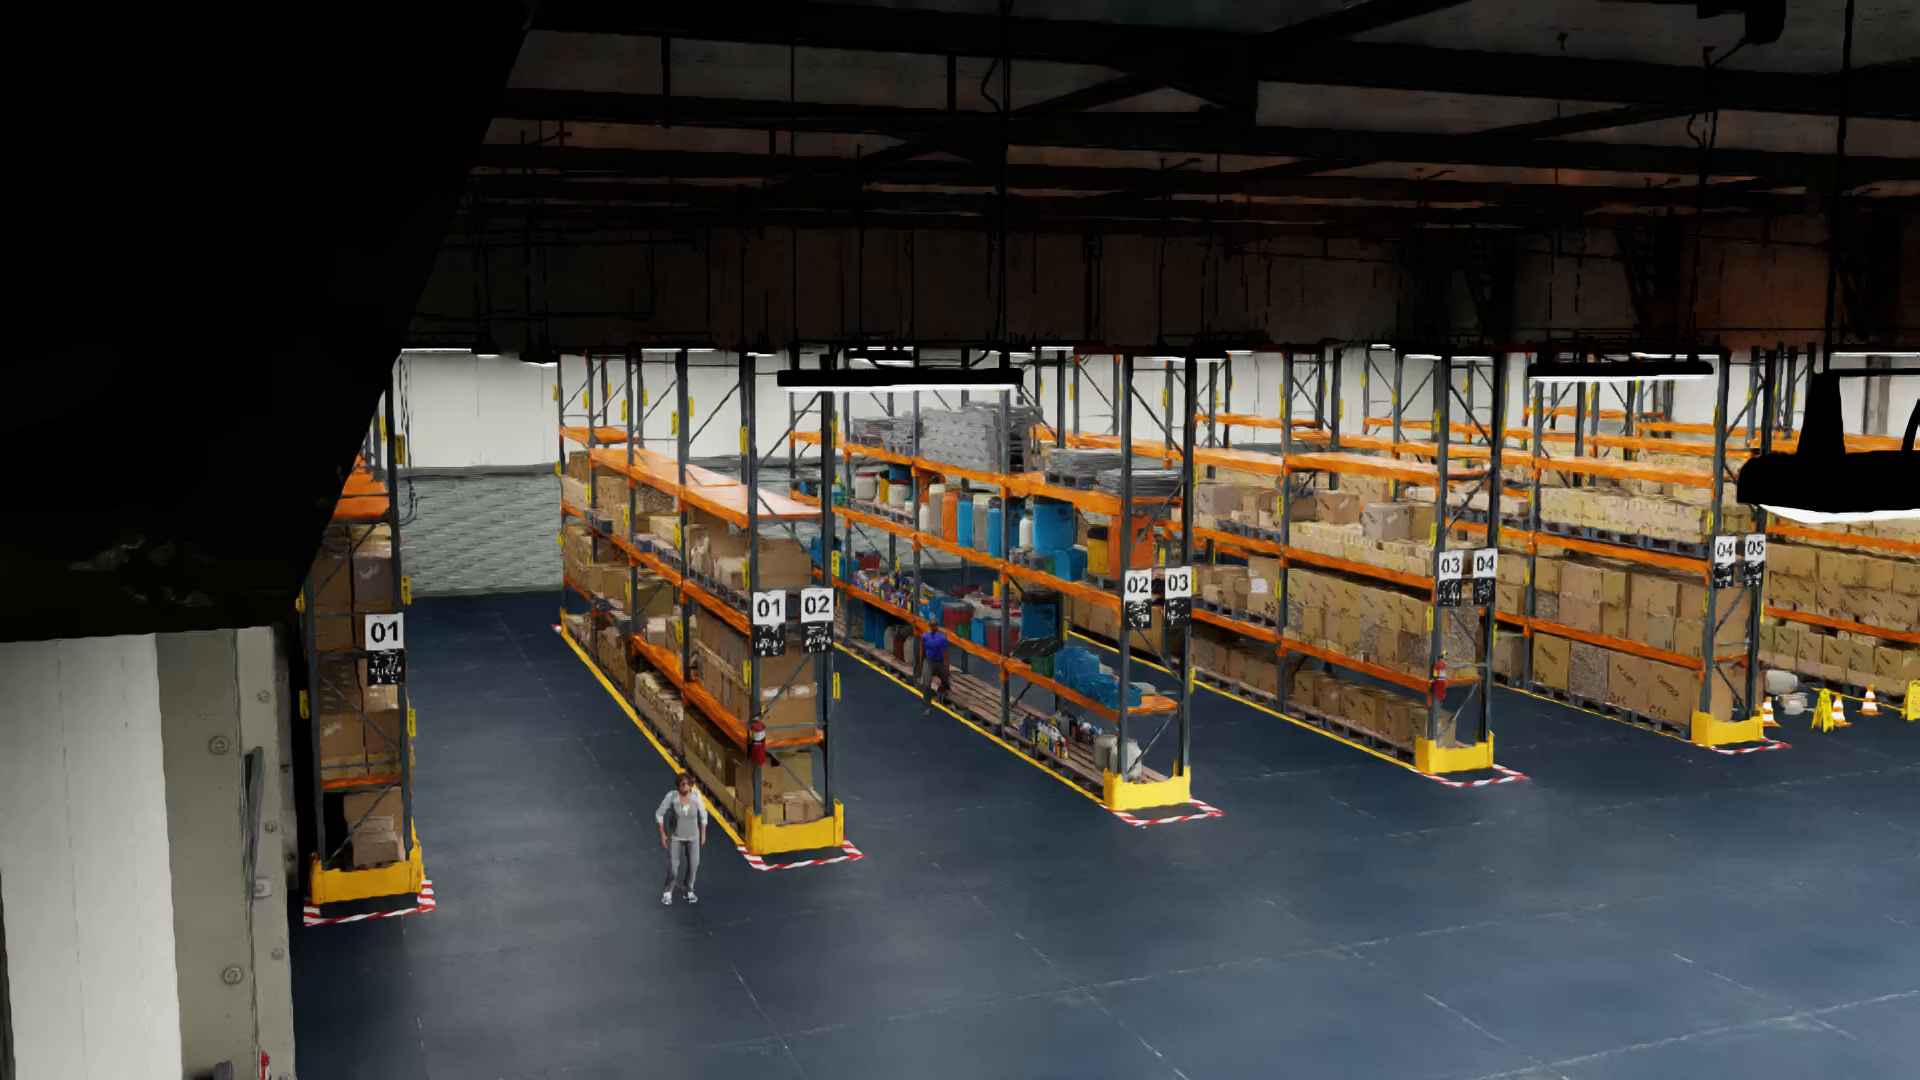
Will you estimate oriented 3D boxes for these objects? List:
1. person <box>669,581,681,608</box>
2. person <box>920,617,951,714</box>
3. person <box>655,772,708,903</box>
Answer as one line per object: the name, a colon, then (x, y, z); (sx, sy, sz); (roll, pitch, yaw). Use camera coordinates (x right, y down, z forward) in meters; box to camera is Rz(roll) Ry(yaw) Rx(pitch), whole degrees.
person: (-6.635, 0.700, 37.585); (0.598, 1.698, 1.193); (-3, 8, -19)
person: (-0.406, 2.040, 27.586); (0.504, 1.593, 0.945); (0, 7, -1)
person: (-3.058, 3.263, 18.275); (0.566, 1.541, 0.519); (-3, 8, -23)
